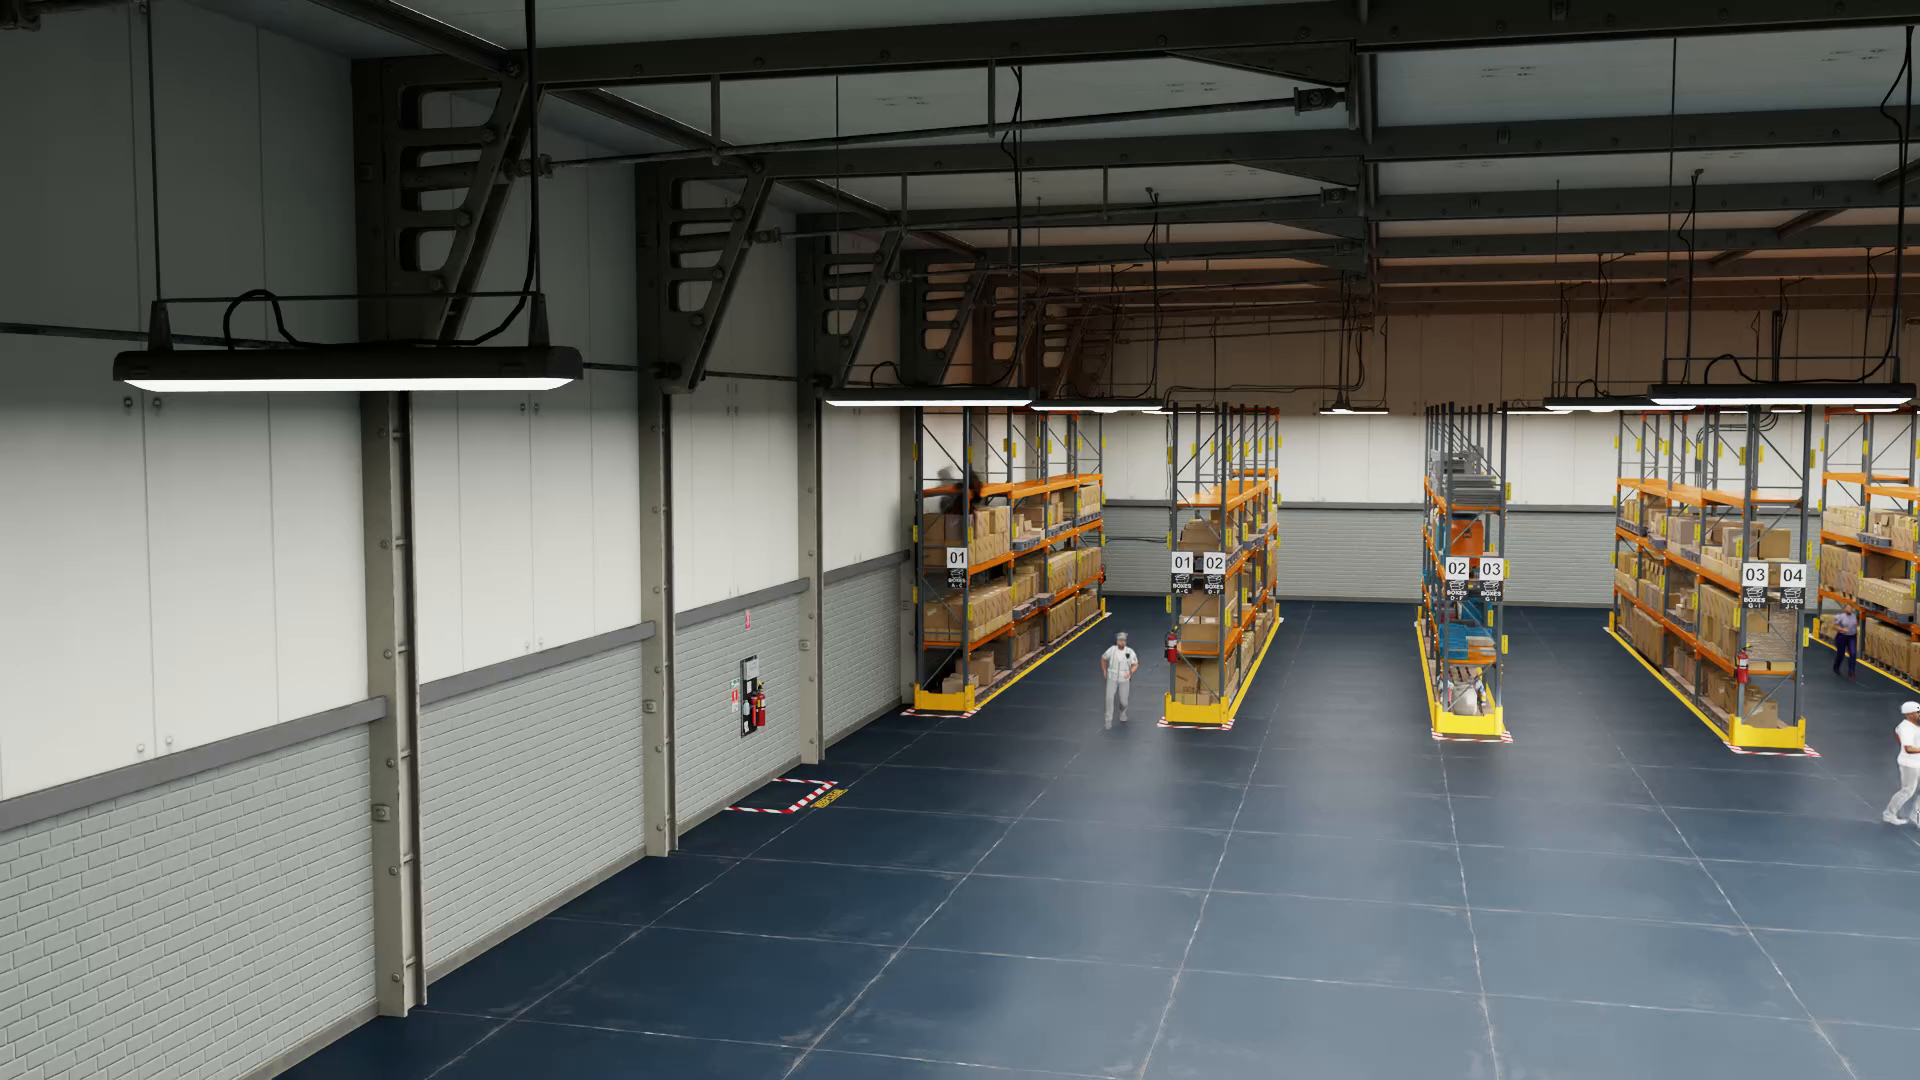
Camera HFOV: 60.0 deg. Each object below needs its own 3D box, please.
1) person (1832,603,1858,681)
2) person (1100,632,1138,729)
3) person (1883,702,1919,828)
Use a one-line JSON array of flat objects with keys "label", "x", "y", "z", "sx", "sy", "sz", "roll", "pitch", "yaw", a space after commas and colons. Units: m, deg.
[{"label": "person", "x": 19.433, "y": 2.210, "z": 36.500, "sx": 0.598, "sy": 1.678, "sz": 0.851, "roll": 1, "pitch": 4, "yaw": 10}, {"label": "person", "x": 2.949, "y": 2.589, "z": 30.894, "sx": 0.701, "sy": 1.733, "sz": 0.858, "roll": 1, "pitch": 4, "yaw": 8}, {"label": "person", "x": 13.218, "y": 3.143, "z": 23.044, "sx": 0.706, "sy": 1.812, "sz": 0.673, "roll": 4, "pitch": 6, "yaw": 43}]
